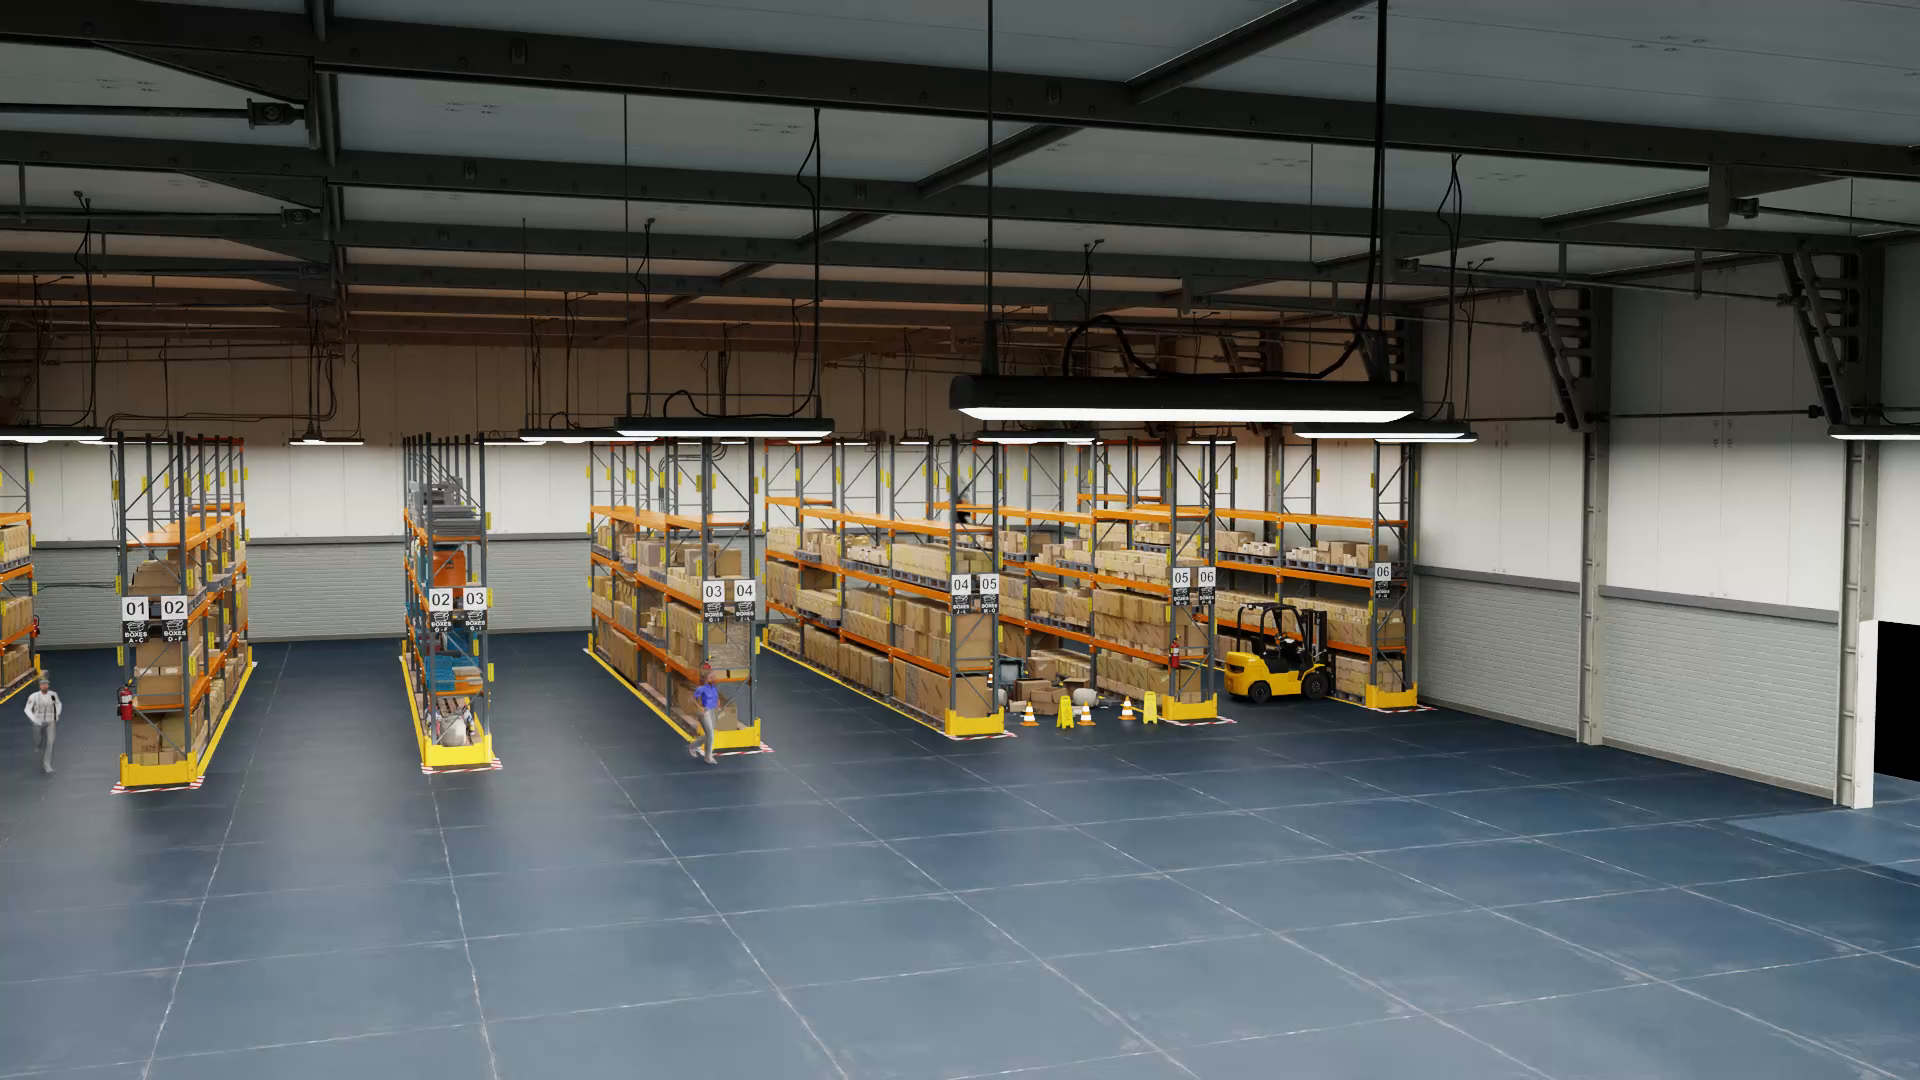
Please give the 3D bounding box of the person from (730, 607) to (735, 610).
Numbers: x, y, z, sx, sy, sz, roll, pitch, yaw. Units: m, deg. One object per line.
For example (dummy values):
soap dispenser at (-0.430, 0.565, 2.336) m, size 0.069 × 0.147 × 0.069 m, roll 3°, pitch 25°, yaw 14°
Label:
person at (-6.778, 2.207, 48.045) m, size 0.721 × 1.734 × 0.574 m, roll 0°, pitch 3°, yaw 8°

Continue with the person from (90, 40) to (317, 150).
person at (-7.370, -0.354, 28.436) m, size 8.931 × 8.998 × 38.409 m, roll 0°, pitch 3°, yaw 7°

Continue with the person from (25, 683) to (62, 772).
person at (-16.363, 3.299, 29.712) m, size 0.602 × 1.622 × 0.943 m, roll -2°, pitch 4°, yaw -32°

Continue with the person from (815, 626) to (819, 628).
person at (-4.137, 2.122, 49.959) m, size 0.930 × 1.669 × 0.611 m, roll -1°, pitch 3°, yaw -23°

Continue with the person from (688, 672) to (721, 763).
person at (-4.651, 3.243, 30.456) m, size 0.710 × 1.639 × 0.669 m, roll 2°, pitch 4°, yaw 29°
